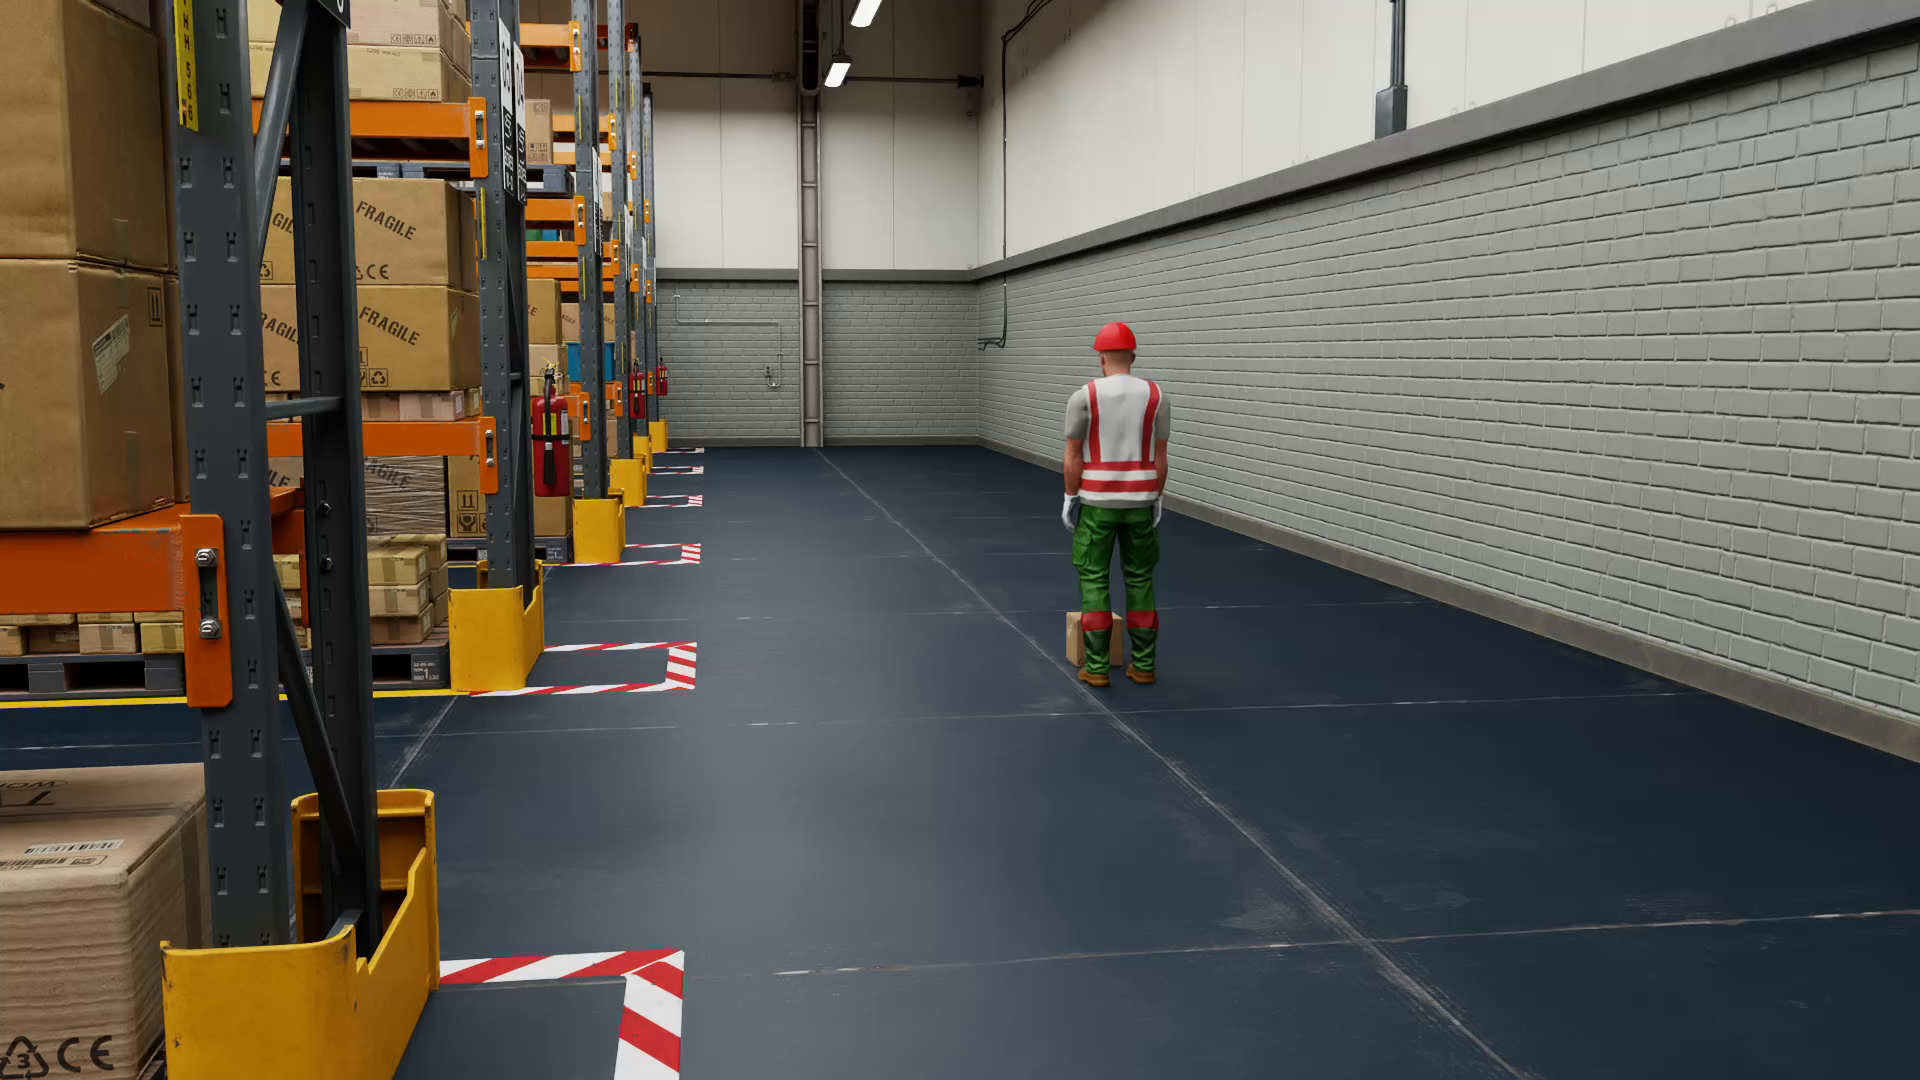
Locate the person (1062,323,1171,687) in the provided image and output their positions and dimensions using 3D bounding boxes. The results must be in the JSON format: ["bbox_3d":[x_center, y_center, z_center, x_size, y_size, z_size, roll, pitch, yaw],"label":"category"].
[{"bbox_3d":[0.765,-0.177,8.222,0.527,1.780,0.352,-1,6,-8],"label":"person"}]
